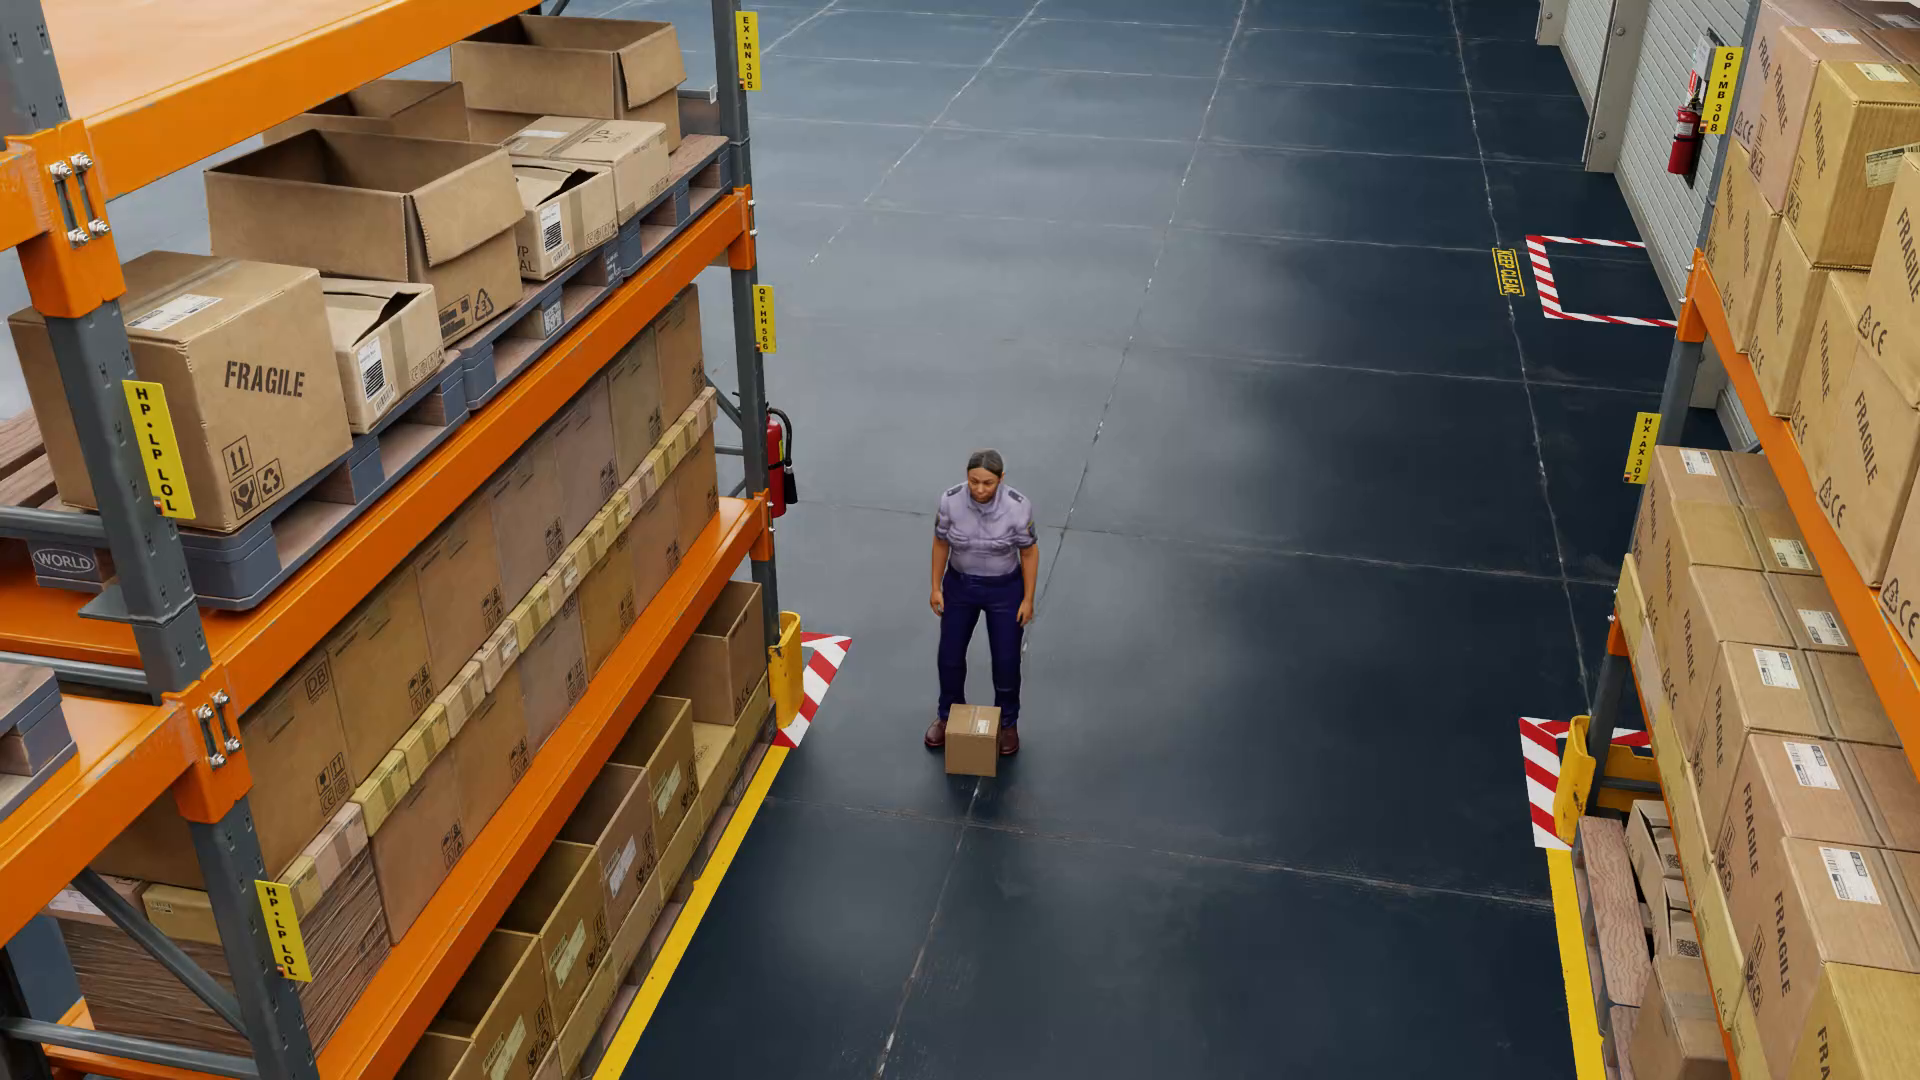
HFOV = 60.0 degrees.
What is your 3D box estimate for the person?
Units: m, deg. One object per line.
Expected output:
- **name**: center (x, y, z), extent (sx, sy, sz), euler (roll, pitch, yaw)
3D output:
- **person**: center (0.107, 0.269, 8.133), extent (0.541, 1.652, 0.368), euler (6, 30, 11)
